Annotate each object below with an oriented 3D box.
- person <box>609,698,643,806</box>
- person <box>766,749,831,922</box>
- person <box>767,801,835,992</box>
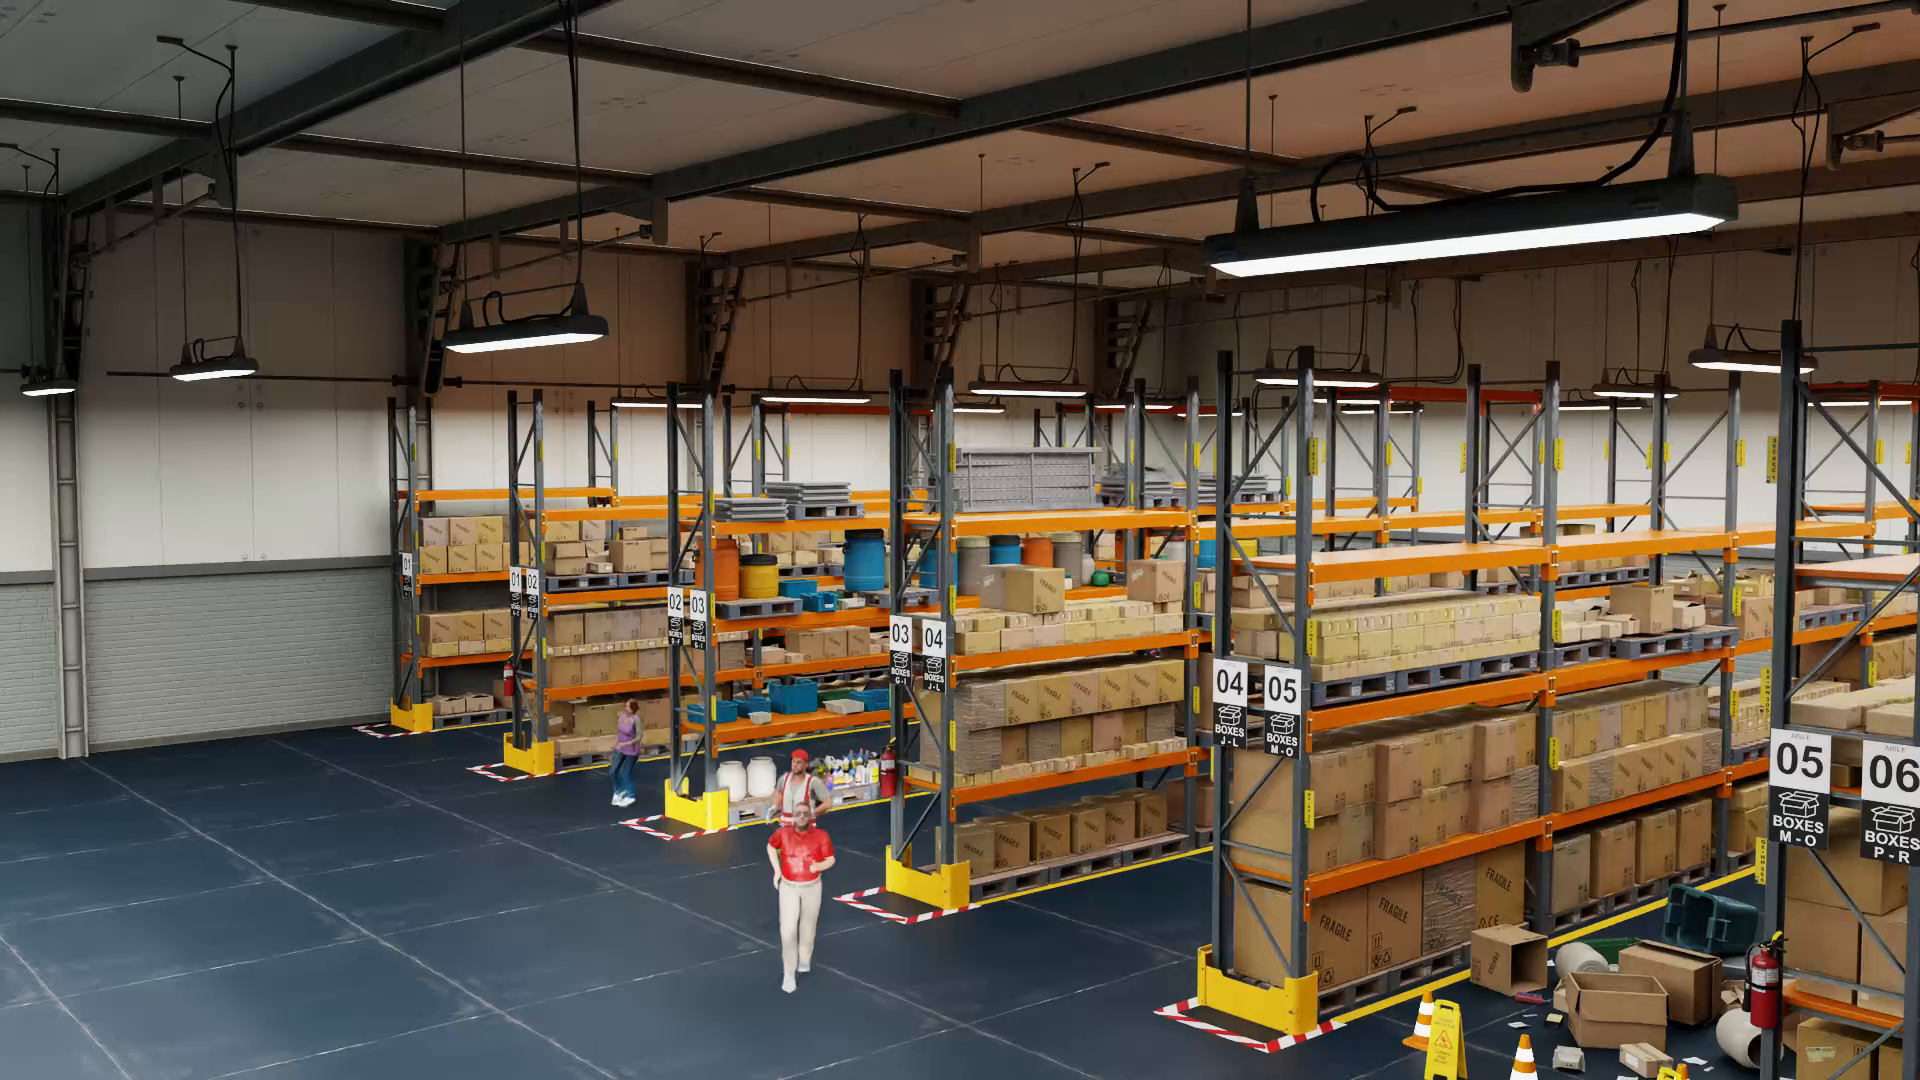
[{"bbox_3d":[-4.705,3.007,23.501,0.559,1.558,0.562,2,4,27],"label":"person"},{"bbox_3d":[-1.767,3.205,18.289,0.704,1.822,0.878,1,3,13],"label":"person"},{"bbox_3d":[-1.514,3.393,15.885,0.638,1.800,0.791,0,3,-8],"label":"person"}]
